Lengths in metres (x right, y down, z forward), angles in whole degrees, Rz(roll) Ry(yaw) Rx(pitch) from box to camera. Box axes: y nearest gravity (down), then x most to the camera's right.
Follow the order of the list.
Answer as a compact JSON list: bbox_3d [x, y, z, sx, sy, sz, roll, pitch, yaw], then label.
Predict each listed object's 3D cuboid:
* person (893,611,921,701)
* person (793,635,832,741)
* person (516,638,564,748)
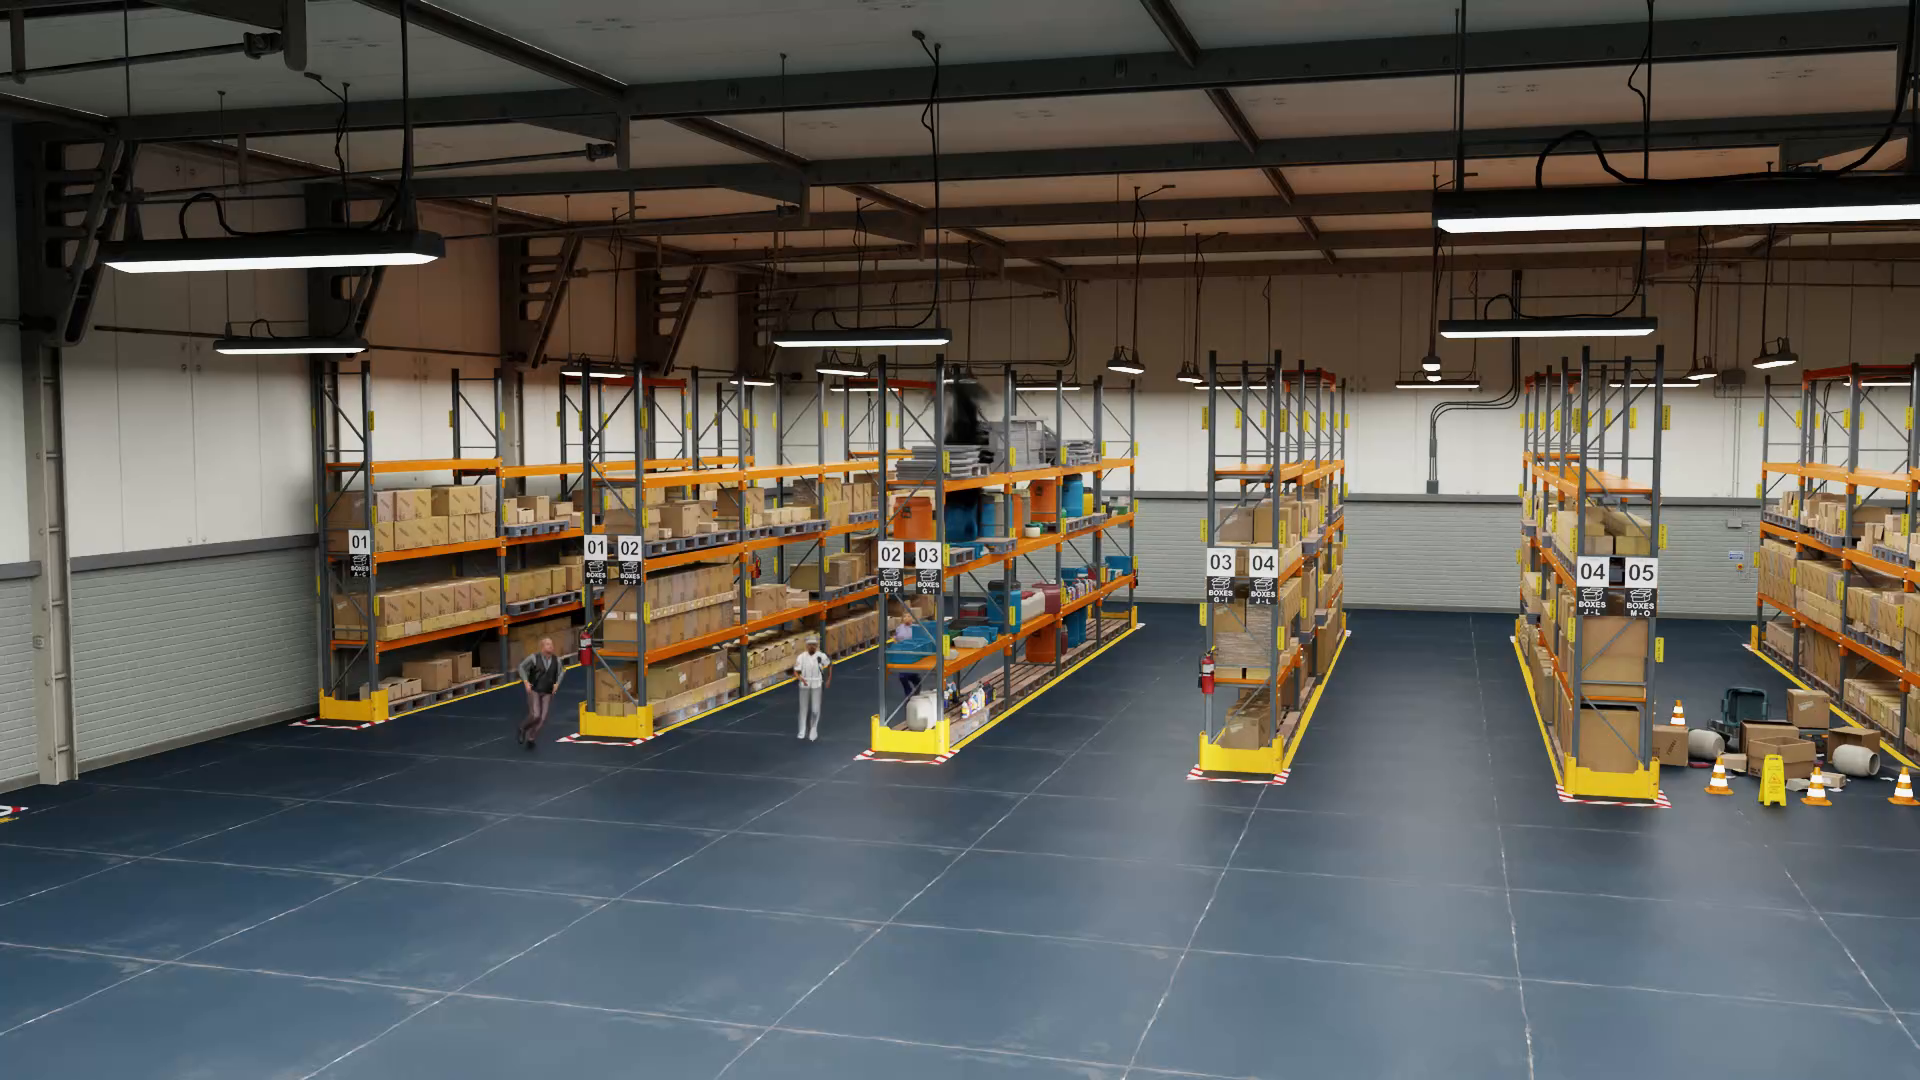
[{"bbox_3d":[-0.928,2.085,29.741,0.600,1.596,0.531,1,4,15],"label":"person"},{"bbox_3d":[-2.297,2.310,25.965,0.606,1.674,0.666,0,4,-4],"label":"person"},{"bbox_3d":[-6.425,2.351,25.575,0.711,1.676,0.547,-3,5,-36],"label":"person"}]
